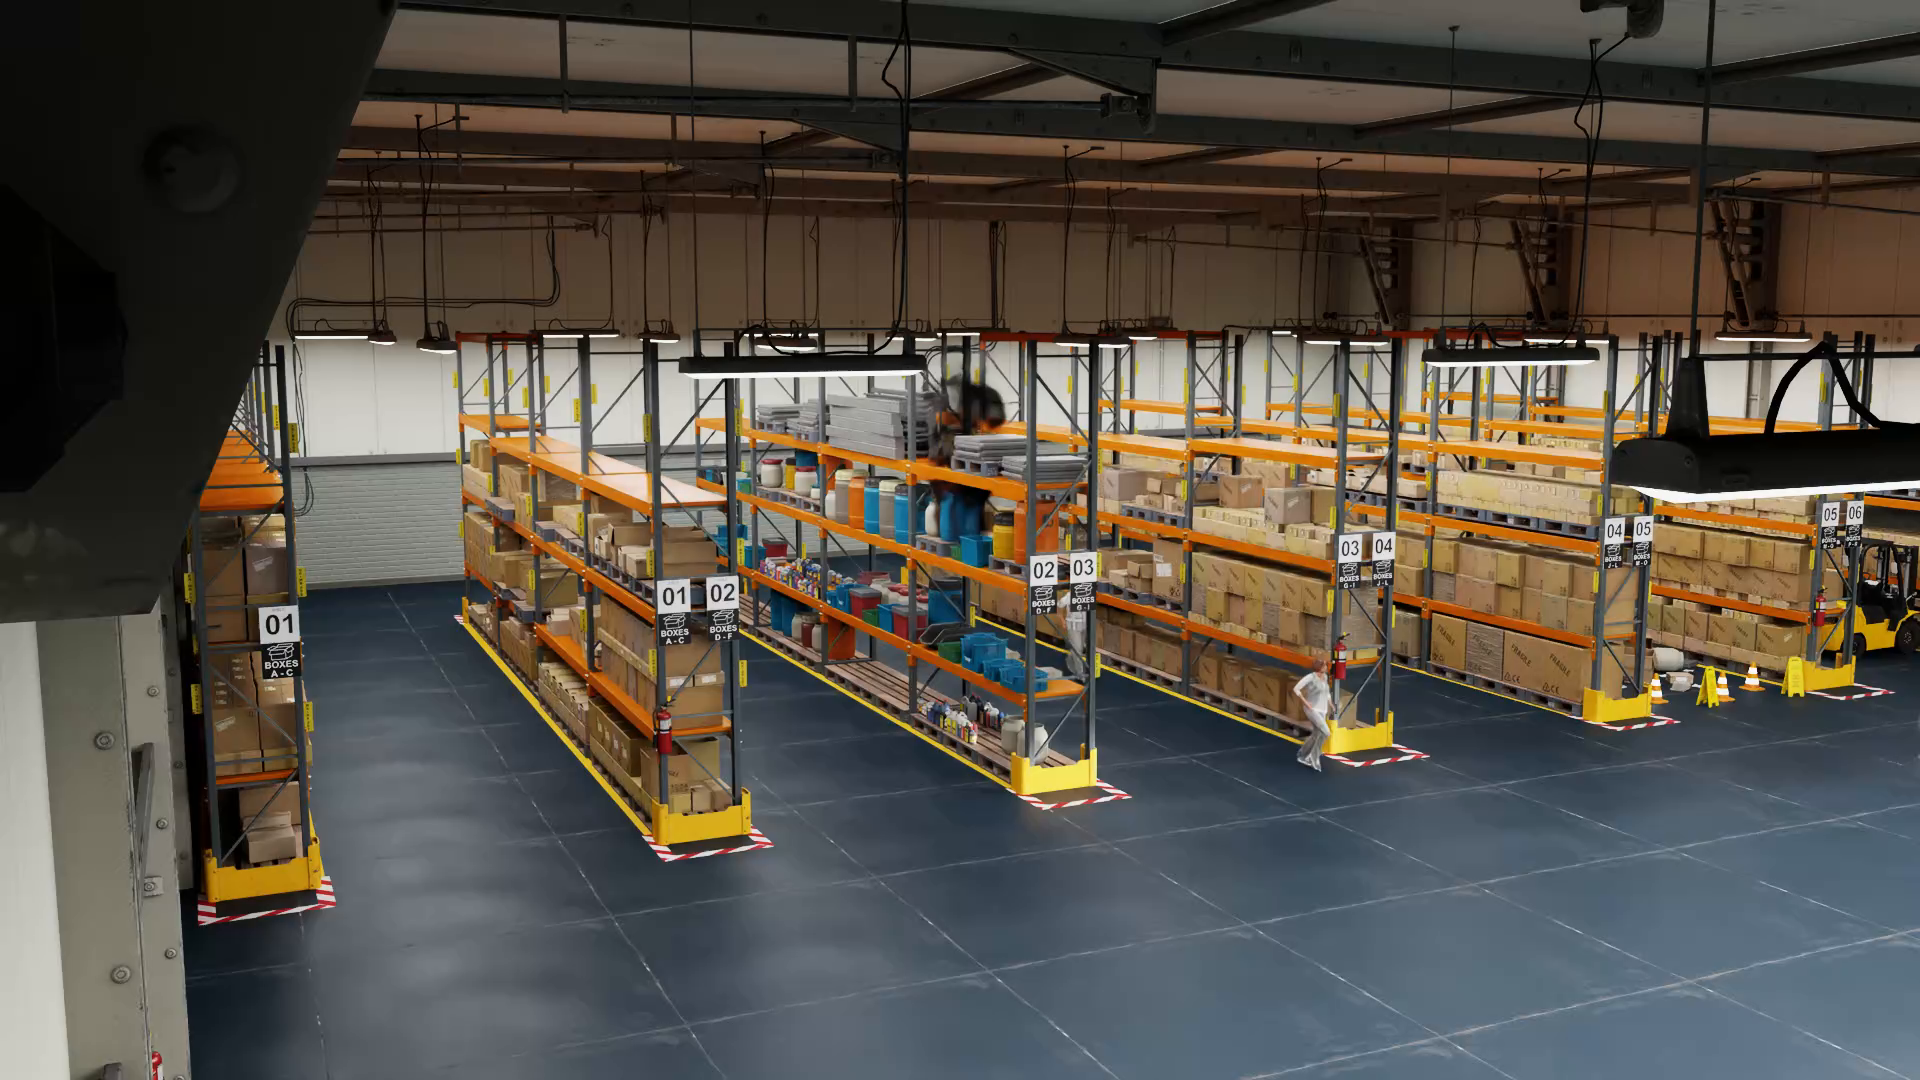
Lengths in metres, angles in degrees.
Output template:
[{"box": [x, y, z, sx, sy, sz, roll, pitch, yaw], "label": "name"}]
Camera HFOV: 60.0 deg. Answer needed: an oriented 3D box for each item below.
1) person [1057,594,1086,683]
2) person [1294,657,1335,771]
[{"box": [2.049, 1.531, 28.971, 0.662, 1.768, 0.989, -4, 9, -29], "label": "person"}, {"box": [4.988, 2.420, 23.276, 0.549, 1.580, 0.613, -7, 10, -42], "label": "person"}]
